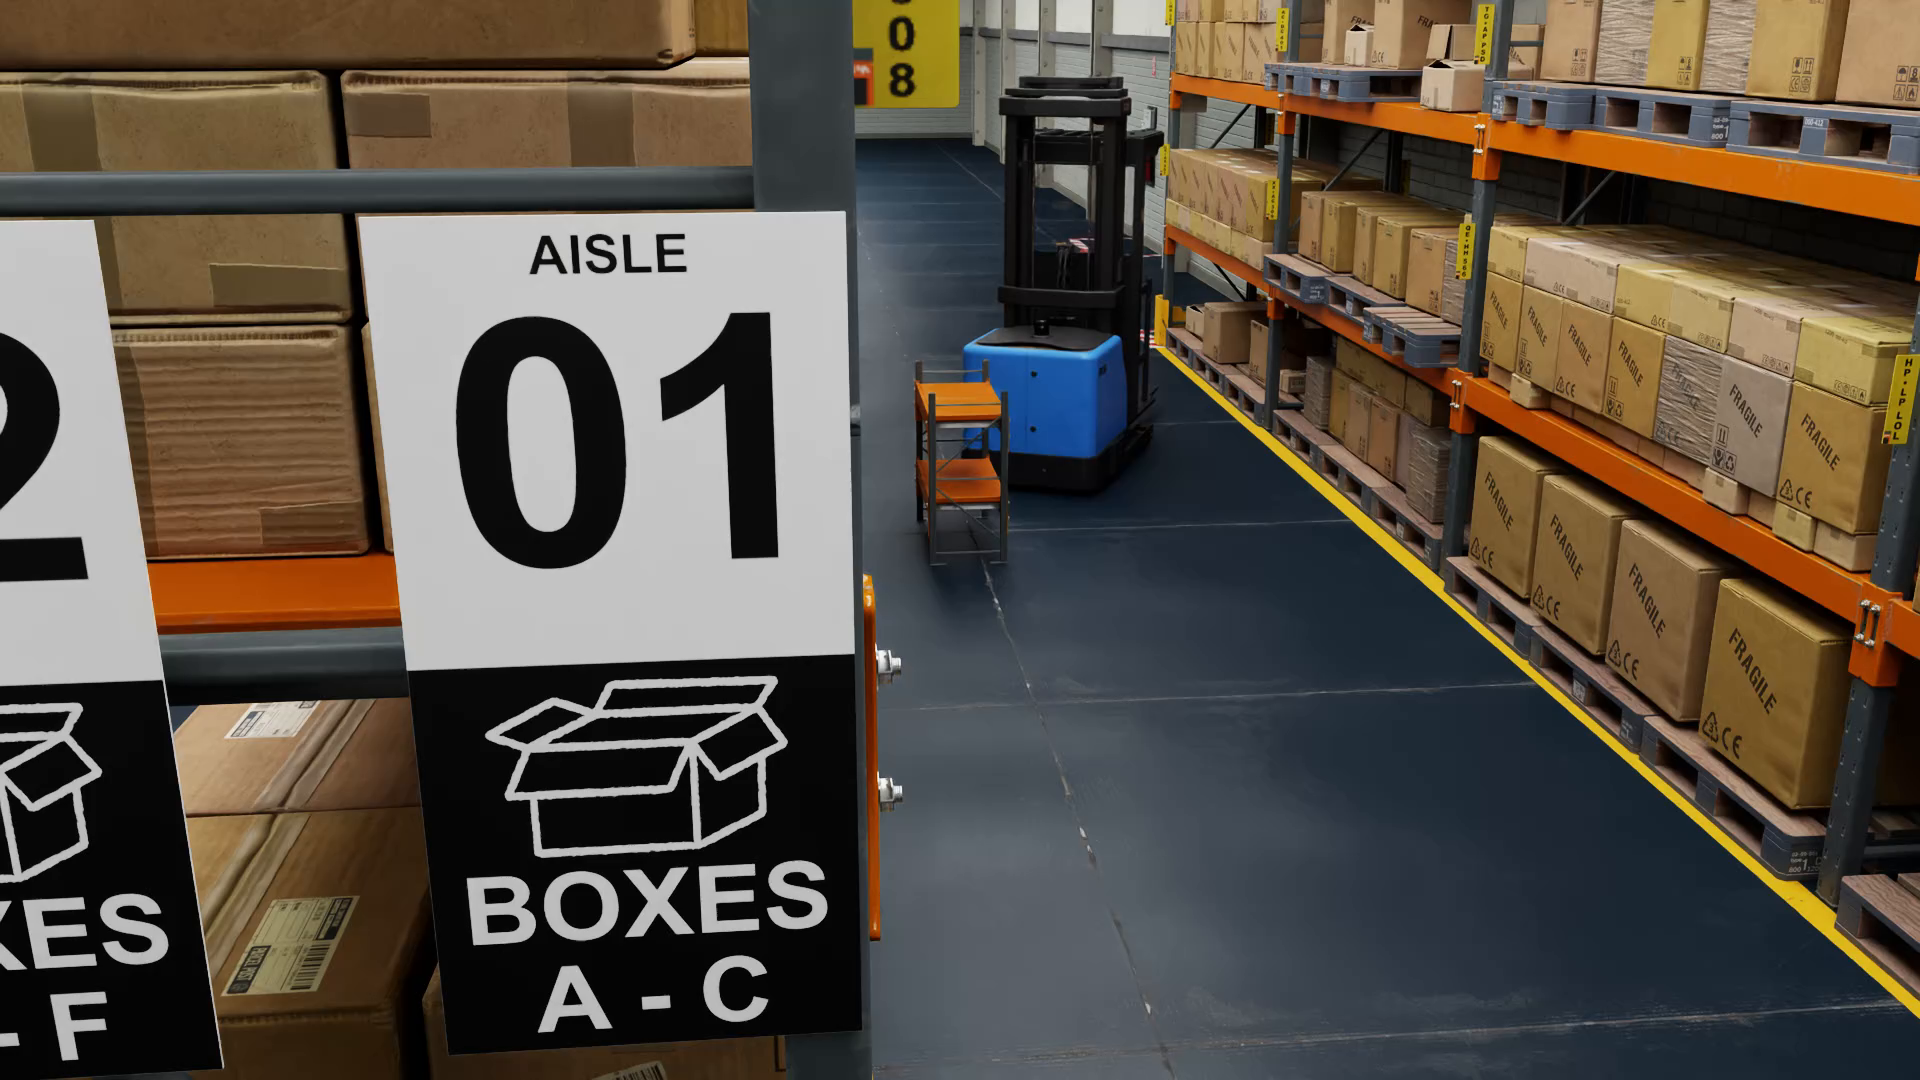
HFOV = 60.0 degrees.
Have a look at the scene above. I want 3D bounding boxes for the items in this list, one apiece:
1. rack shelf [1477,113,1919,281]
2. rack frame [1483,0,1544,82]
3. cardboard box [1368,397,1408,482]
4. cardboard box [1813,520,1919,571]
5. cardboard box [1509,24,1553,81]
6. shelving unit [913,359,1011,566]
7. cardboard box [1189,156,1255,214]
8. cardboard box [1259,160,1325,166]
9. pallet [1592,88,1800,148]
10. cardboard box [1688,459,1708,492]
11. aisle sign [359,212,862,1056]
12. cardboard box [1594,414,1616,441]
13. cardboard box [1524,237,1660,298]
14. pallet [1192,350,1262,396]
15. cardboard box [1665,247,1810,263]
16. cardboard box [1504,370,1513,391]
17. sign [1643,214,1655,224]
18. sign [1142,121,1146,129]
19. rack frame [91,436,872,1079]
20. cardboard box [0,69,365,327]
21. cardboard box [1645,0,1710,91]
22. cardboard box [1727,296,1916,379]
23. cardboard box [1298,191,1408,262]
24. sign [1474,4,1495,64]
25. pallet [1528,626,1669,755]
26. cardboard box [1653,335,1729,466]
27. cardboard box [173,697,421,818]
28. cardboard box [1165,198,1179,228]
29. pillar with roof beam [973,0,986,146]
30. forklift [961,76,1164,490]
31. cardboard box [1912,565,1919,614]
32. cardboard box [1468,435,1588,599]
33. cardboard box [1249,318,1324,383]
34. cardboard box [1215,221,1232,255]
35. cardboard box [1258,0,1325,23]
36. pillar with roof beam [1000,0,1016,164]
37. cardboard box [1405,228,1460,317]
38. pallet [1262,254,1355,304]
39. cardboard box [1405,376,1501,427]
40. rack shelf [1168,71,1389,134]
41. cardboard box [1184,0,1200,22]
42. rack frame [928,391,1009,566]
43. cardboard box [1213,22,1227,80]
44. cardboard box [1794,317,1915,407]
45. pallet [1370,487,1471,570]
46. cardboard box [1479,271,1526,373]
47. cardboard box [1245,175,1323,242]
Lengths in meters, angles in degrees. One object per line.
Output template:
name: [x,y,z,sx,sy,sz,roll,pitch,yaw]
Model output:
rack shelf: [3.718,-1.692,7.753,1.077,0.370,4.000,-2,18,-6]
rack frame: [3.511,-4.063,9.094,1.000,3.000,0.127,-2,18,-6]
cardboard box: [3.368,-0.735,11.949,0.700,0.500,0.500,-2,18,-6]
cardboard box: [3.607,0.010,6.525,0.380,0.149,0.250,-2,18,-5]
cardboard box: [3.666,-2.910,10.232,0.500,0.500,0.500,-2,18,-6]
shelving unit: [0.001,-0.535,11.002,0.538,1.125,1.048,-2,18,-6]
cardboard box: [2.525,-3.426,16.049,0.500,0.500,0.500,-2,18,-7]
cardboard box: [3.098,-3.292,15.619,0.500,0.500,0.500,-2,17,-5]
pallet: [3.749,-2.018,7.905,1.003,0.211,1.213,-1,17,-3]
cardboard box: [3.531,-0.295,7.495,0.380,0.149,0.250,-2,18,-6]
aisle sign: [-0.291,0.108,1.485,0.394,0.787,0.004,-2,18,-6]
cardboard box: [3.475,-0.602,8.474,0.380,0.149,0.250,-2,17,-5]
cardboard box: [3.358,-1.454,8.852,0.500,0.250,0.500,-2,18,-6]
pallet: [2.865,-1.625,16.001,1.003,0.211,1.213,-2,18,-6]
cardboard box: [3.916,-1.323,8.434,0.500,0.250,0.500,-2,18,-7]
cardboard box: [3.332,-0.910,9.452,0.380,0.149,0.250,-2,17,-5]
sign: [4.063,-1.771,9.877,0.100,0.325,0.005,-2,18,-6]
sign: [2.820,-6.363,25.494,0.001,0.109,0.331,-2,18,-6]
rack frame: [-0.590,1.337,1.910,1.000,3.000,0.127,-2,18,-6]
cardboard box: [-0.897,-0.406,1.871,0.500,0.250,0.500,-2,18,-6]
cardboard box: [3.770,-2.425,7.984,0.700,0.500,0.500,-1,17,-3]
cardboard box: [3.578,-0.850,6.926,0.500,0.250,0.500,-1,17,-4]
cardboard box: [3.117,-2.497,13.222,0.700,0.500,0.500,-2,18,-5]
sign: [2.971,-2.862,9.415,0.100,0.325,0.005,-2,18,-6]
pallet: [3.640,0.730,8.500,1.003,0.211,1.213,-2,18,-6]
cardboard box: [3.520,-0.639,7.508,0.500,0.500,0.500,-2,18,-6]
cardboard box: [-0.963,0.538,2.620,0.500,0.500,0.500,-1,17,-4]
cardboard box: [2.421,-3.367,17.110,0.500,0.250,0.500,-2,18,-7]
pillar with roof beam: [-3.757,-15.069,44.153,9.100,9.000,0.400,-2,18,-6]
forklift: [0.957,-2.162,13.170,1.130,2.935,3.031,6,18,18]
cardboard box: [3.964,0.010,5.636,0.980,0.700,0.700,-2,17,-5]
cardboard box: [3.457,-0.152,9.541,0.750,0.750,0.750,-2,18,-6]
cardboard box: [2.952,-1.717,15.079,0.500,0.500,0.500,-3,18,-10]
cardboard box: [2.638,-2.760,15.178,0.500,0.250,0.500,-2,18,-6]
cardboard box: [2.777,-4.498,13.621,0.500,0.500,0.500,-3,18,-10]
pillar with roof beam: [-3.139,-13.282,38.460,9.100,9.000,0.400,-2,18,-6]
cardboard box: [3.368,-1.763,10.885,0.700,0.500,0.500,-3,18,-11]
pallet: [3.033,-2.068,13.078,1.003,0.211,1.213,-2,18,-6]
cardboard box: [3.389,-0.960,11.414,0.500,0.250,0.500,-1,17,-5]
rack shelf: [2.893,-4.076,15.345,1.077,0.370,4.000,-2,18,-6]
cardboard box: [2.486,-5.276,16.097,0.500,0.500,0.500,-2,18,-6]
rack frame: [0.053,-0.383,10.520,0.500,1.125,0.032,-2,18,-6]
cardboard box: [2.626,-4.490,15.264,0.500,0.500,0.500,-1,17,-2]
cardboard box: [3.621,-0.697,6.440,0.500,0.250,0.500,-1,17,-4]
pallet: [3.432,-0.103,11.152,1.003,0.211,1.213,-2,18,-6]
cardboard box: [3.307,-1.247,9.444,0.500,0.500,0.500,-1,17,-4]
cardboard box: [2.742,-2.819,14.114,0.500,0.500,0.500,-2,18,-6]
